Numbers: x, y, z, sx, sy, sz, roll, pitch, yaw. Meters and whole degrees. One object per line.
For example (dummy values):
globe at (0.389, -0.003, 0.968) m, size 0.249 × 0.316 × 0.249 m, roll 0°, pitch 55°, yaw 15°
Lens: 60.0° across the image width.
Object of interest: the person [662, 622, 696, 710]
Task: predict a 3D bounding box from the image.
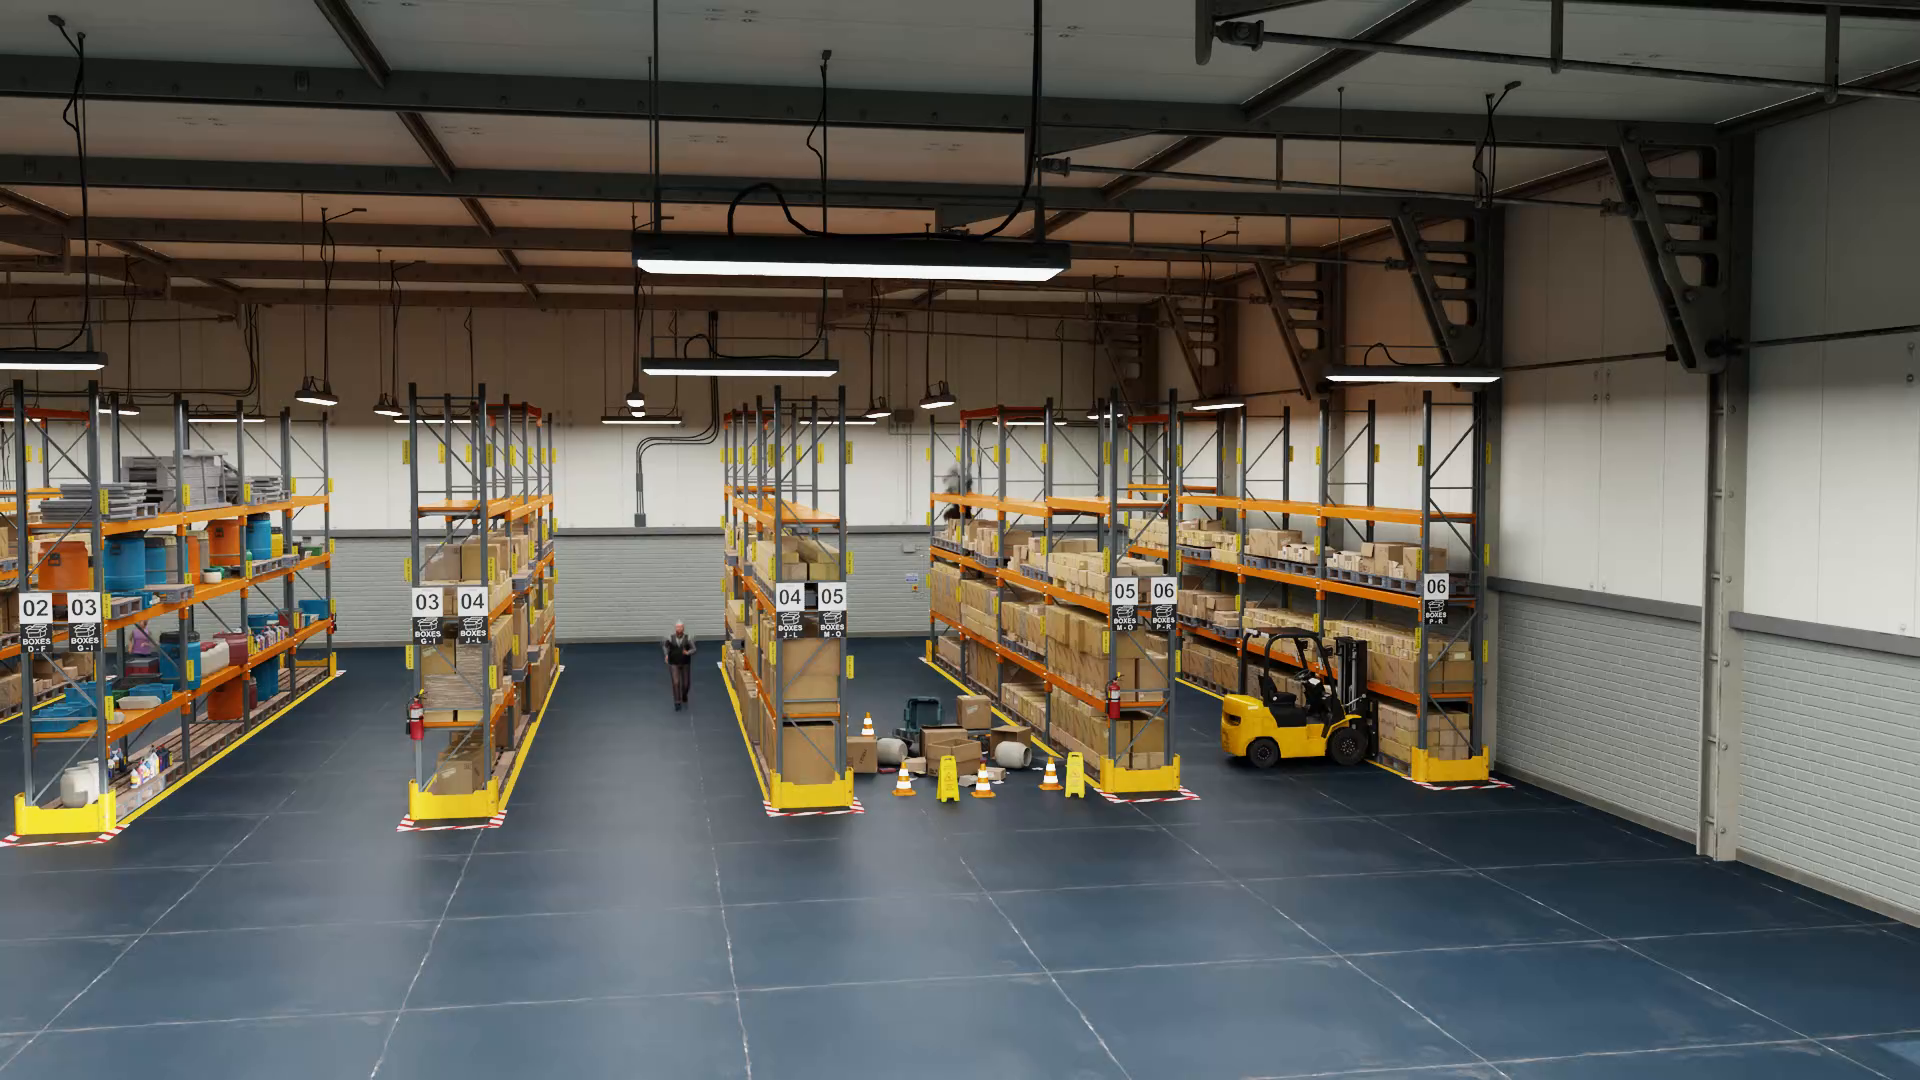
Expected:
person at (-5.550, 2.477, 32.904) m, size 0.667 × 1.699 × 0.915 m, roll -1°, pitch 3°, yaw -11°

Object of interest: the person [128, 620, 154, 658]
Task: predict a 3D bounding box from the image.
person at (-17.356, 2.419, 35.231) m, size 0.517 × 1.567 × 0.619 m, roll -1°, pitch 3°, yaw -23°
